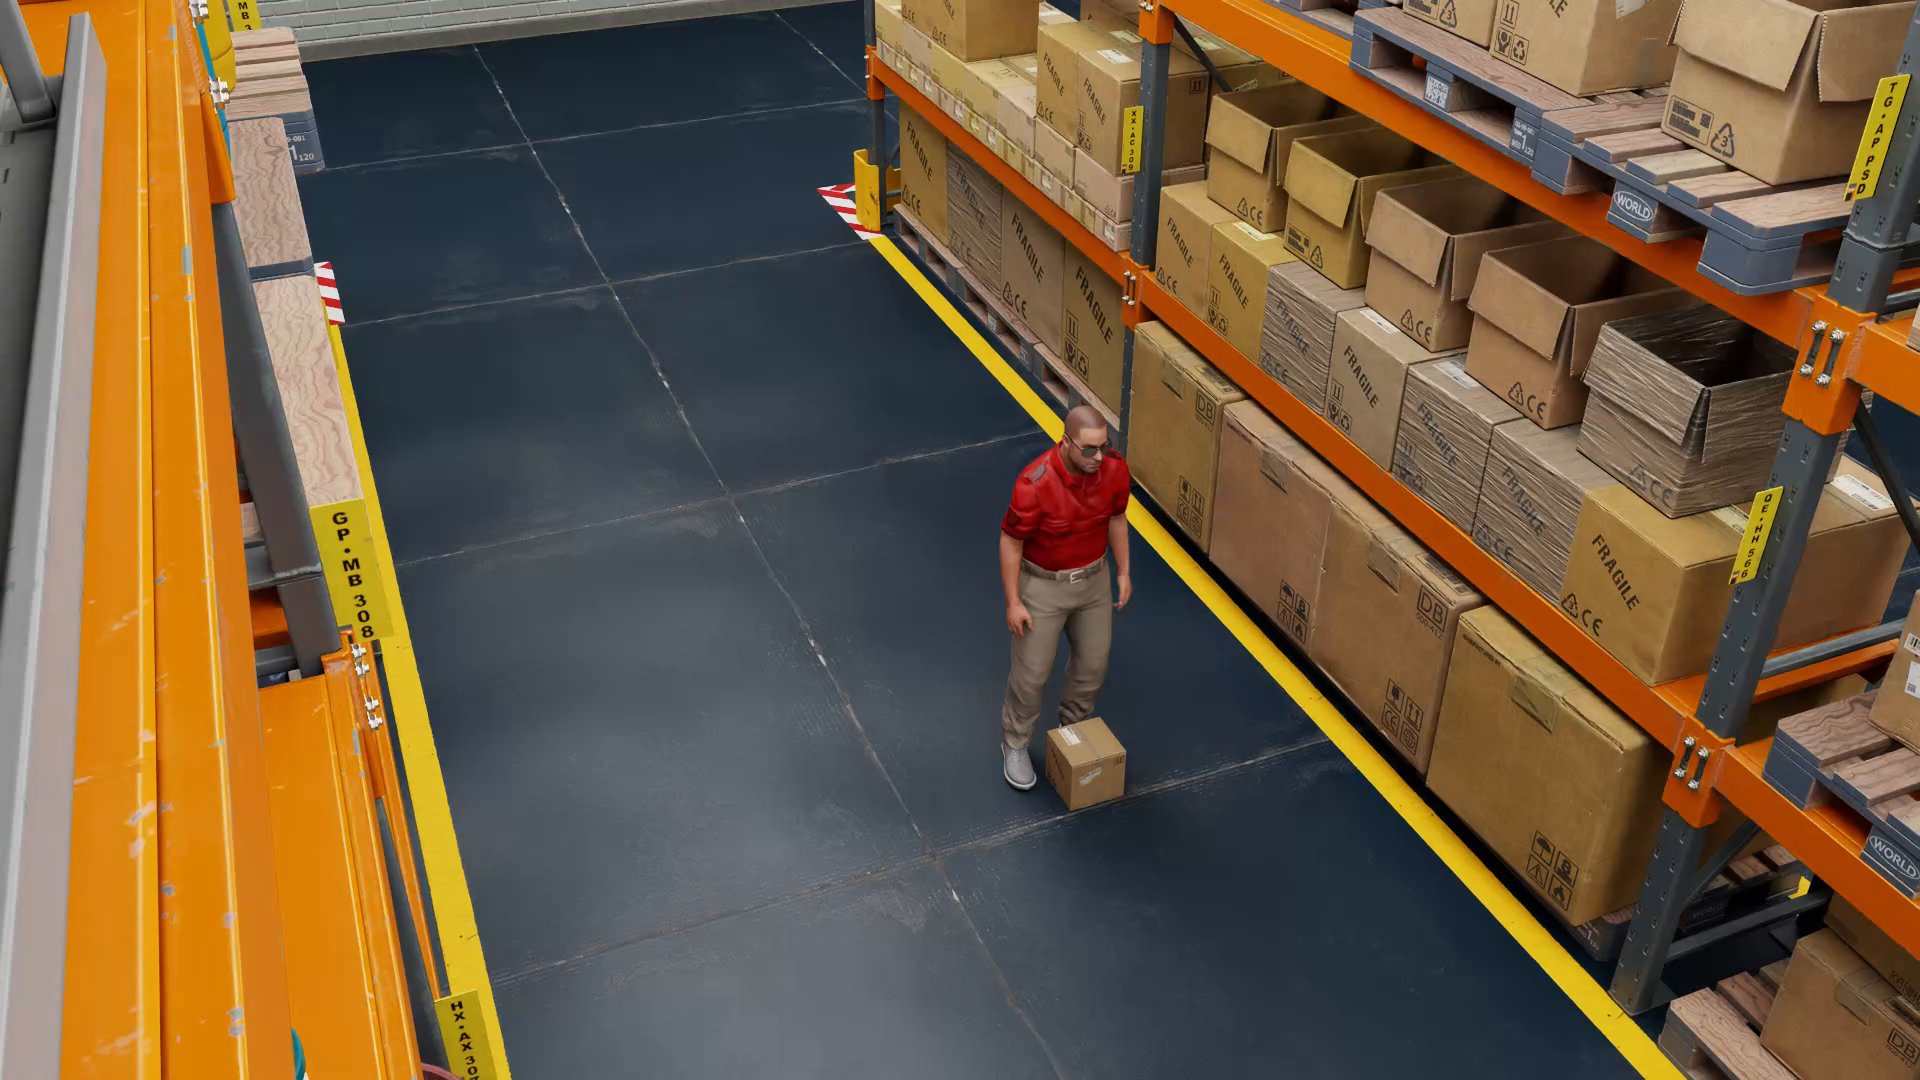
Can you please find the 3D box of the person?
[{"bbox_3d":[0.434,0.201,6.845,0.606,1.728,0.386,-15,36,-21],"label":"person"}]
